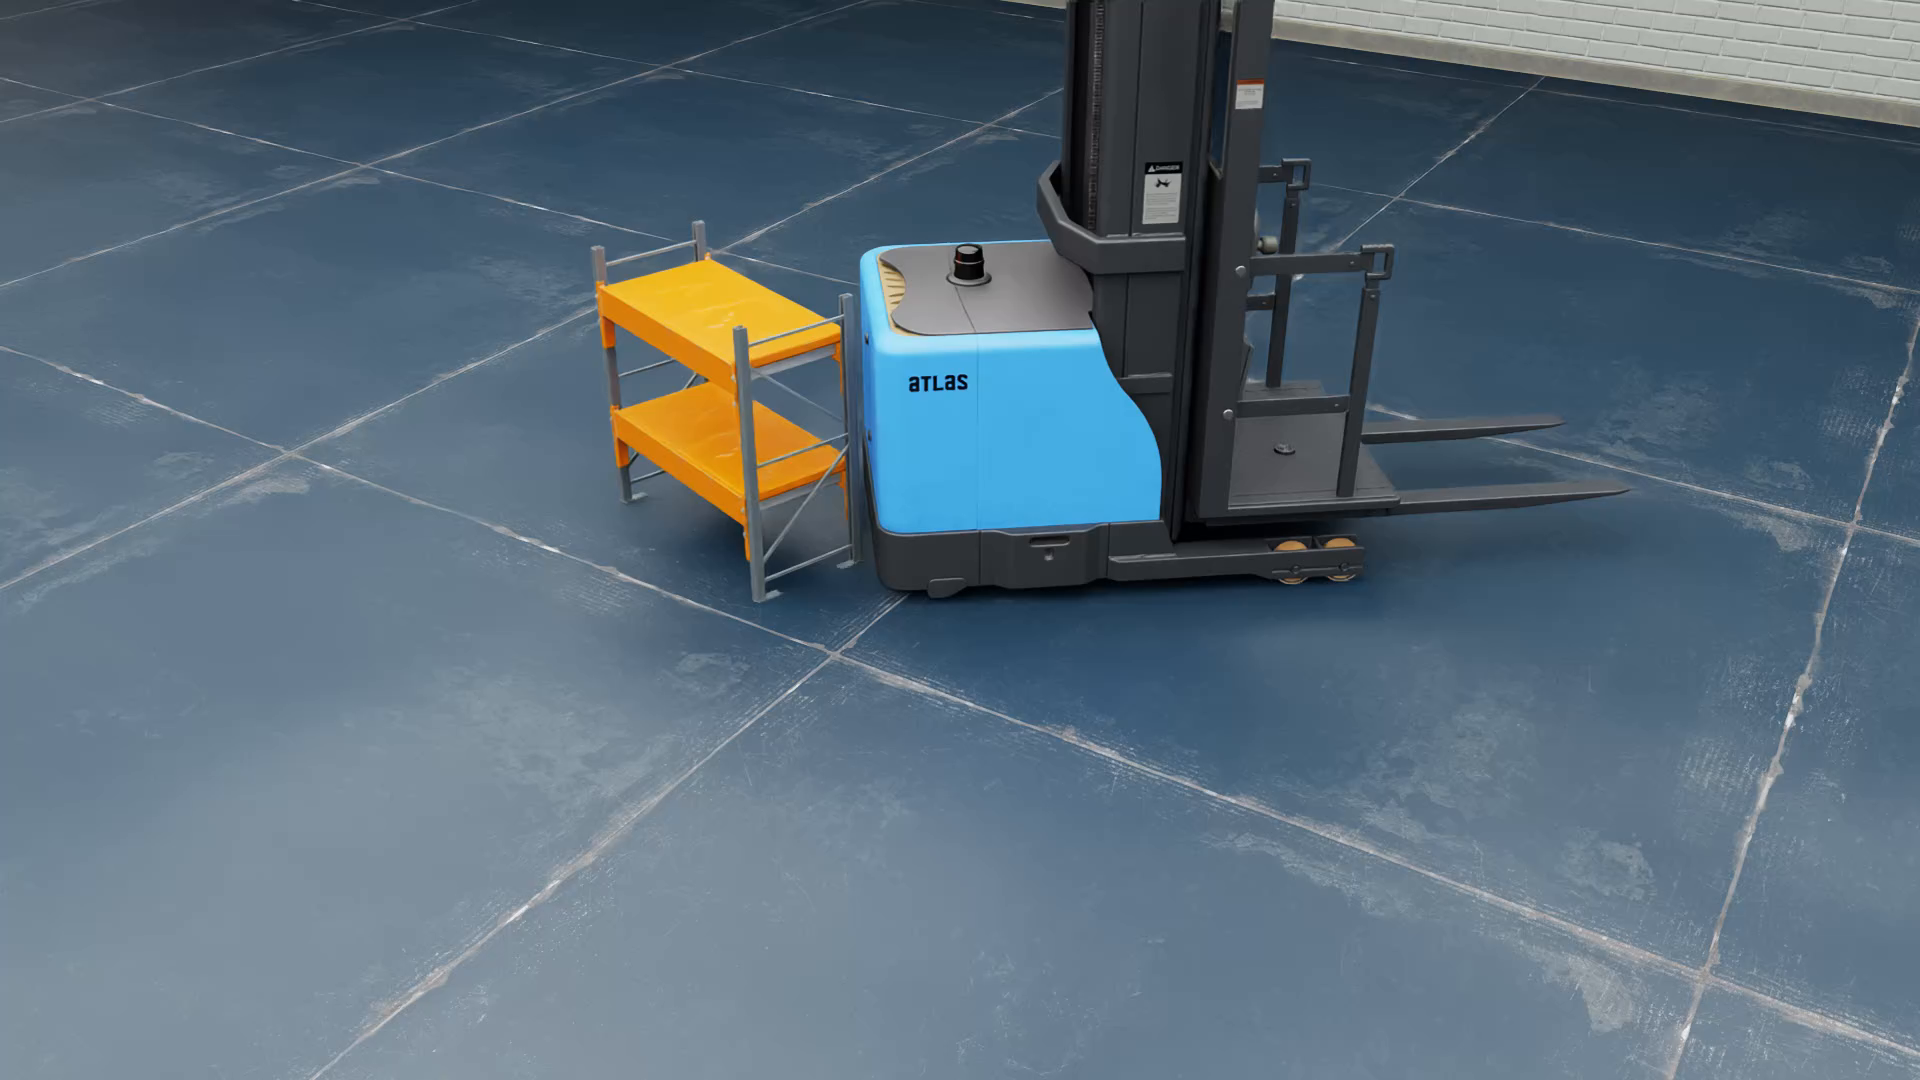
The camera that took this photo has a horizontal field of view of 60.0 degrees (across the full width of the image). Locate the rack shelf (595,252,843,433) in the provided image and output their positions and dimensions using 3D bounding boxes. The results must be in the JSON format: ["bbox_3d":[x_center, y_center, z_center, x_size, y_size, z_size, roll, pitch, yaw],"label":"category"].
[{"bbox_3d":[-0.913,-0.780,6.389,0.538,0.278,1.000,-22,37,-33],"label":"rack shelf"}]

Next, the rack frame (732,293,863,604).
[{"bbox_3d":[-0.590,-0.329,6.197,0.500,1.125,0.032,-22,37,-33],"label":"rack frame"}]

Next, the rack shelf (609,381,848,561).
[{"bbox_3d":[-0.913,-0.316,6.660,0.538,0.278,1.000,-22,37,-33],"label":"rack shelf"}]

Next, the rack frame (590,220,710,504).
[{"bbox_3d":[-1.235,-0.725,6.876,0.500,1.125,0.032,-22,37,-33],"label":"rack frame"}]

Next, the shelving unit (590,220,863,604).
[{"bbox_3d":[-0.913,-0.527,6.537,0.538,1.125,1.048,-22,37,-33],"label":"shelving unit"}]

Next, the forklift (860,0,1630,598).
[{"bbox_3d":[1.142,-1.356,6.165,3.031,2.935,1.130,-3,30,-6],"label":"forklift"}]
